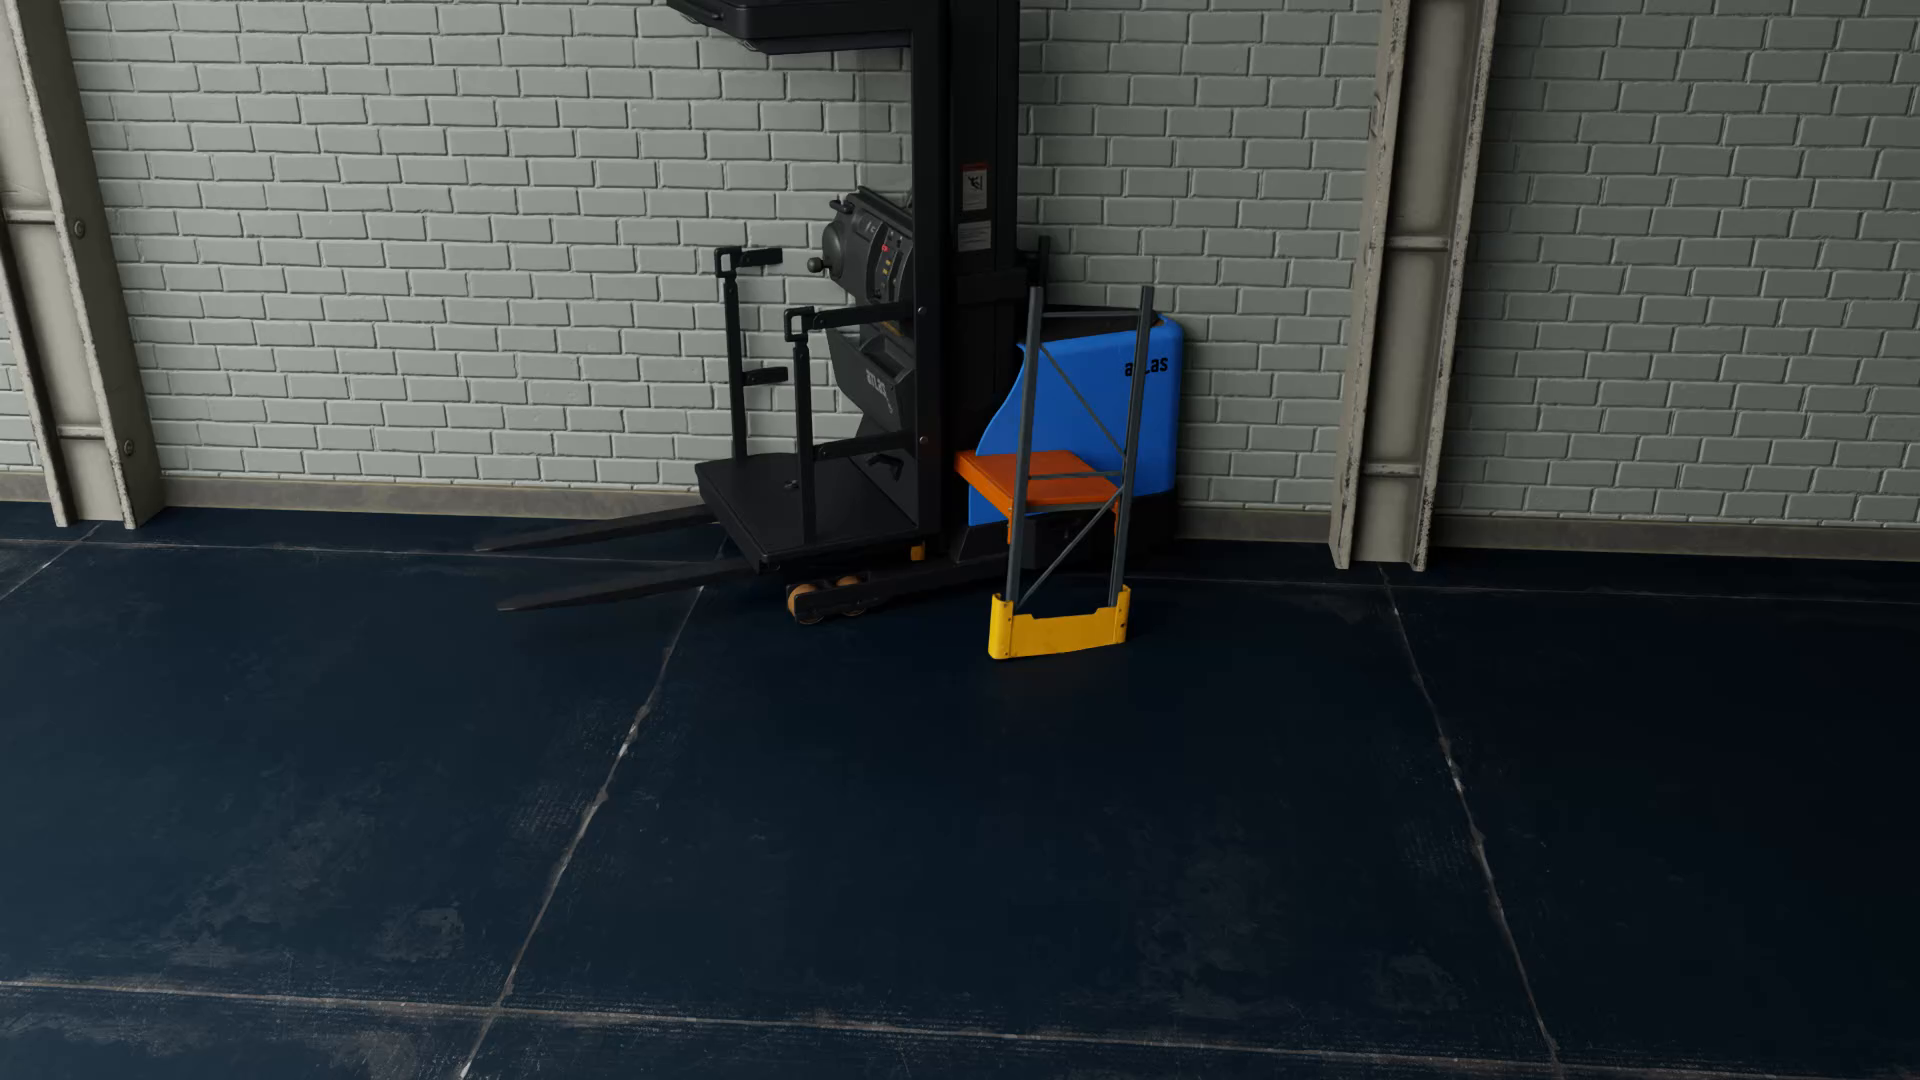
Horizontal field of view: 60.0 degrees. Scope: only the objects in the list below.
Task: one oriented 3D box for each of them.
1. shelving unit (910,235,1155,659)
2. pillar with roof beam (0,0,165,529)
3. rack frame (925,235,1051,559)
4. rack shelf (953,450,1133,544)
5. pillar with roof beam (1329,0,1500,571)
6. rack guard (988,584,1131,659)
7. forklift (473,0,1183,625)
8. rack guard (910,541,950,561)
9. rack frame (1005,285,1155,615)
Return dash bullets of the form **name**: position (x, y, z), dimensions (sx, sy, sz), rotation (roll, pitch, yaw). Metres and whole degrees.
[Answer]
- **shelving unit**: position (0.276, -0.430, 6.959), dimensions (0.587, 1.500, 1.083), rotation (-4, 22, -20)
- **pillar with roof beam**: position (-4.411, -2.416, 2.235), dimensions (0.400, 9.000, 9.100), rotation (2, 25, 4)
- **rack frame**: position (0.105, -0.603, 7.395), dimensions (0.500, 1.500, 0.032), rotation (-4, 22, -20)
- **rack shelf**: position (0.267, -0.258, 7.014), dimensions (0.538, 0.185, 1.000), rotation (-4, 22, -20)
- **pillar with roof beam**: position (1.571, -2.224, 1.818), dimensions (0.400, 9.000, 9.100), rotation (2, 25, 4)
- **rack guard**: position (0.406, 0.328, 6.742), dimensions (0.587, 0.250, 0.087), rotation (-4, 22, -20)
- **forklift**: position (-0.576, -1.228, 6.912), dimensions (3.031, 2.935, 1.130), rotation (-10, 27, -21)
- **rack guard**: position (0.064, -0.018, 7.611), dimensions (0.587, 0.250, 0.087), rotation (-4, 22, -20)
- **rack frame**: position (0.453, -0.250, 6.508), dimensions (0.500, 1.500, 0.032), rotation (-4, 22, -20)
